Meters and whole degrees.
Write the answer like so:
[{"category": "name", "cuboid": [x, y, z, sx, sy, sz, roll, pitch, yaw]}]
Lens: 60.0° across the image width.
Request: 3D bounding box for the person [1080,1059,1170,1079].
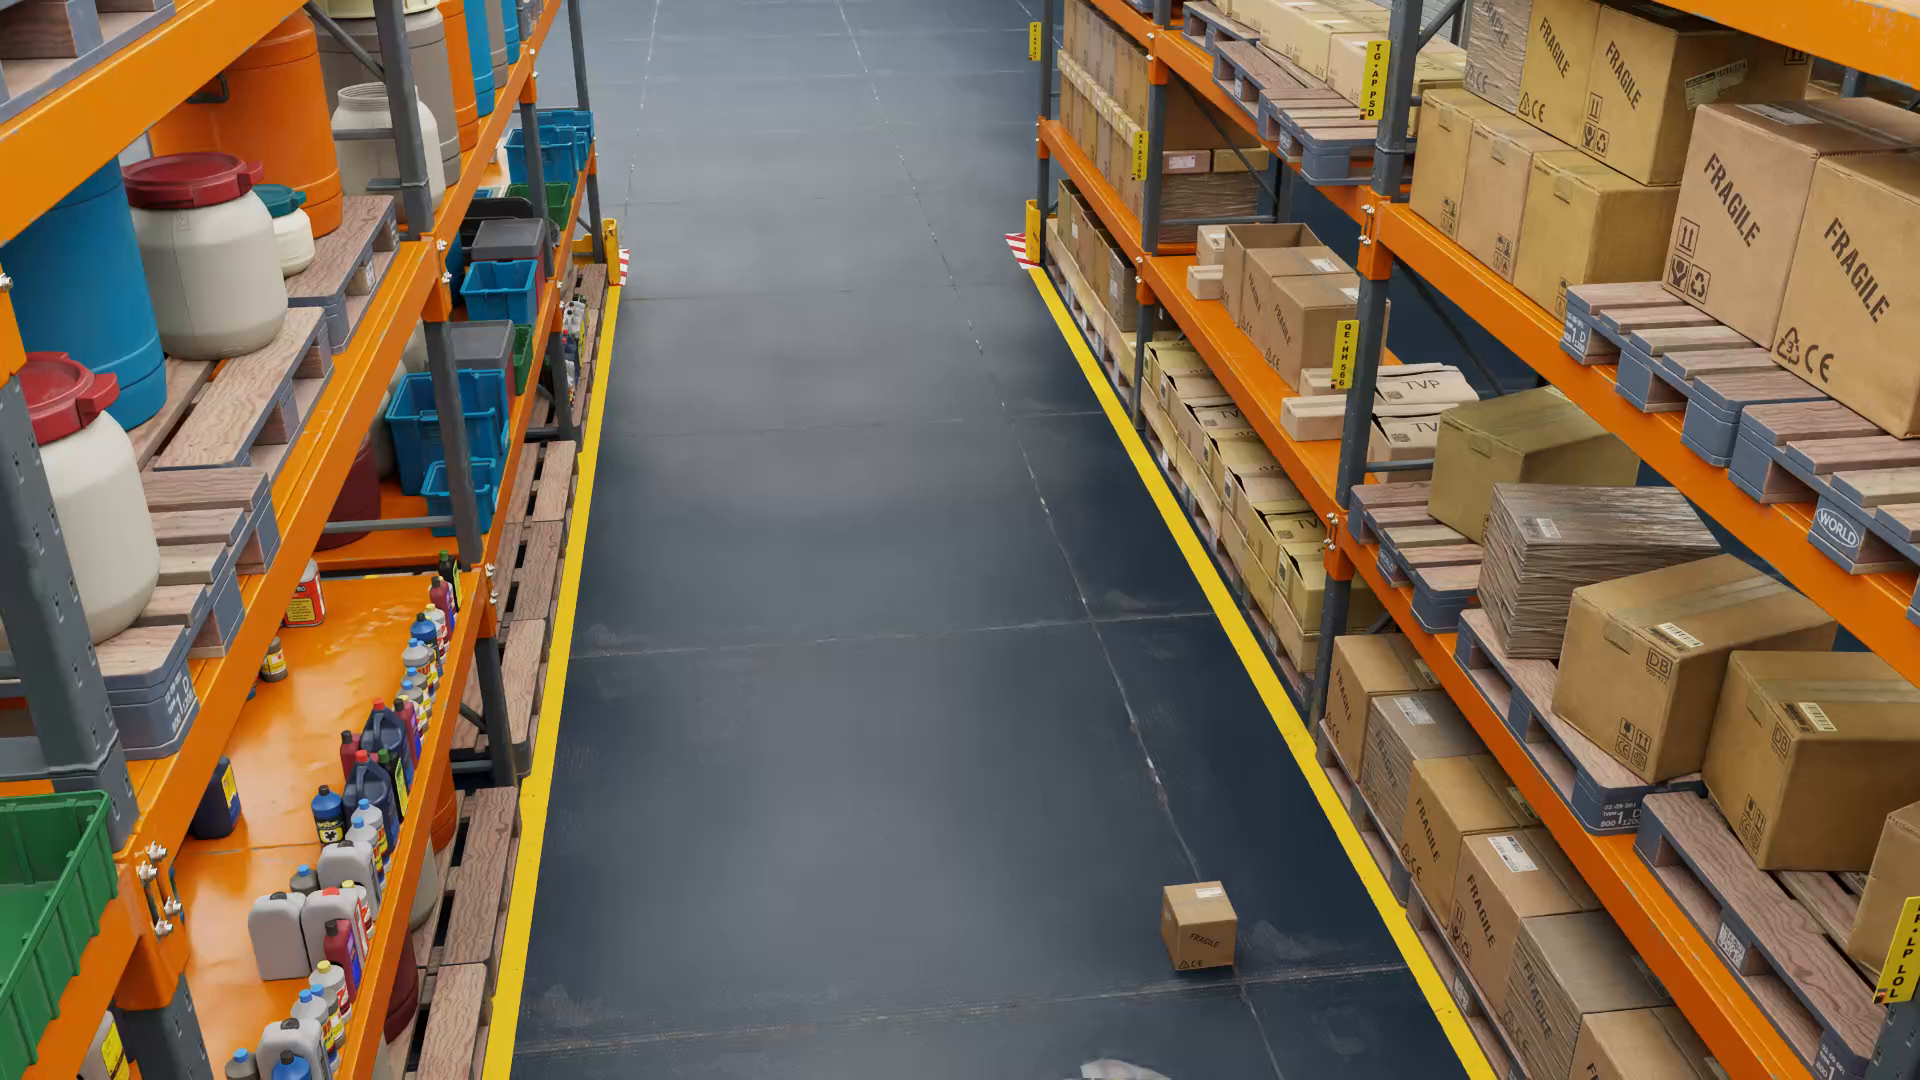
[{"category": "person", "cuboid": [0.400, 2.125, 4.509, 0.477, 1.754, 0.504, 3, 28, 7]}]
